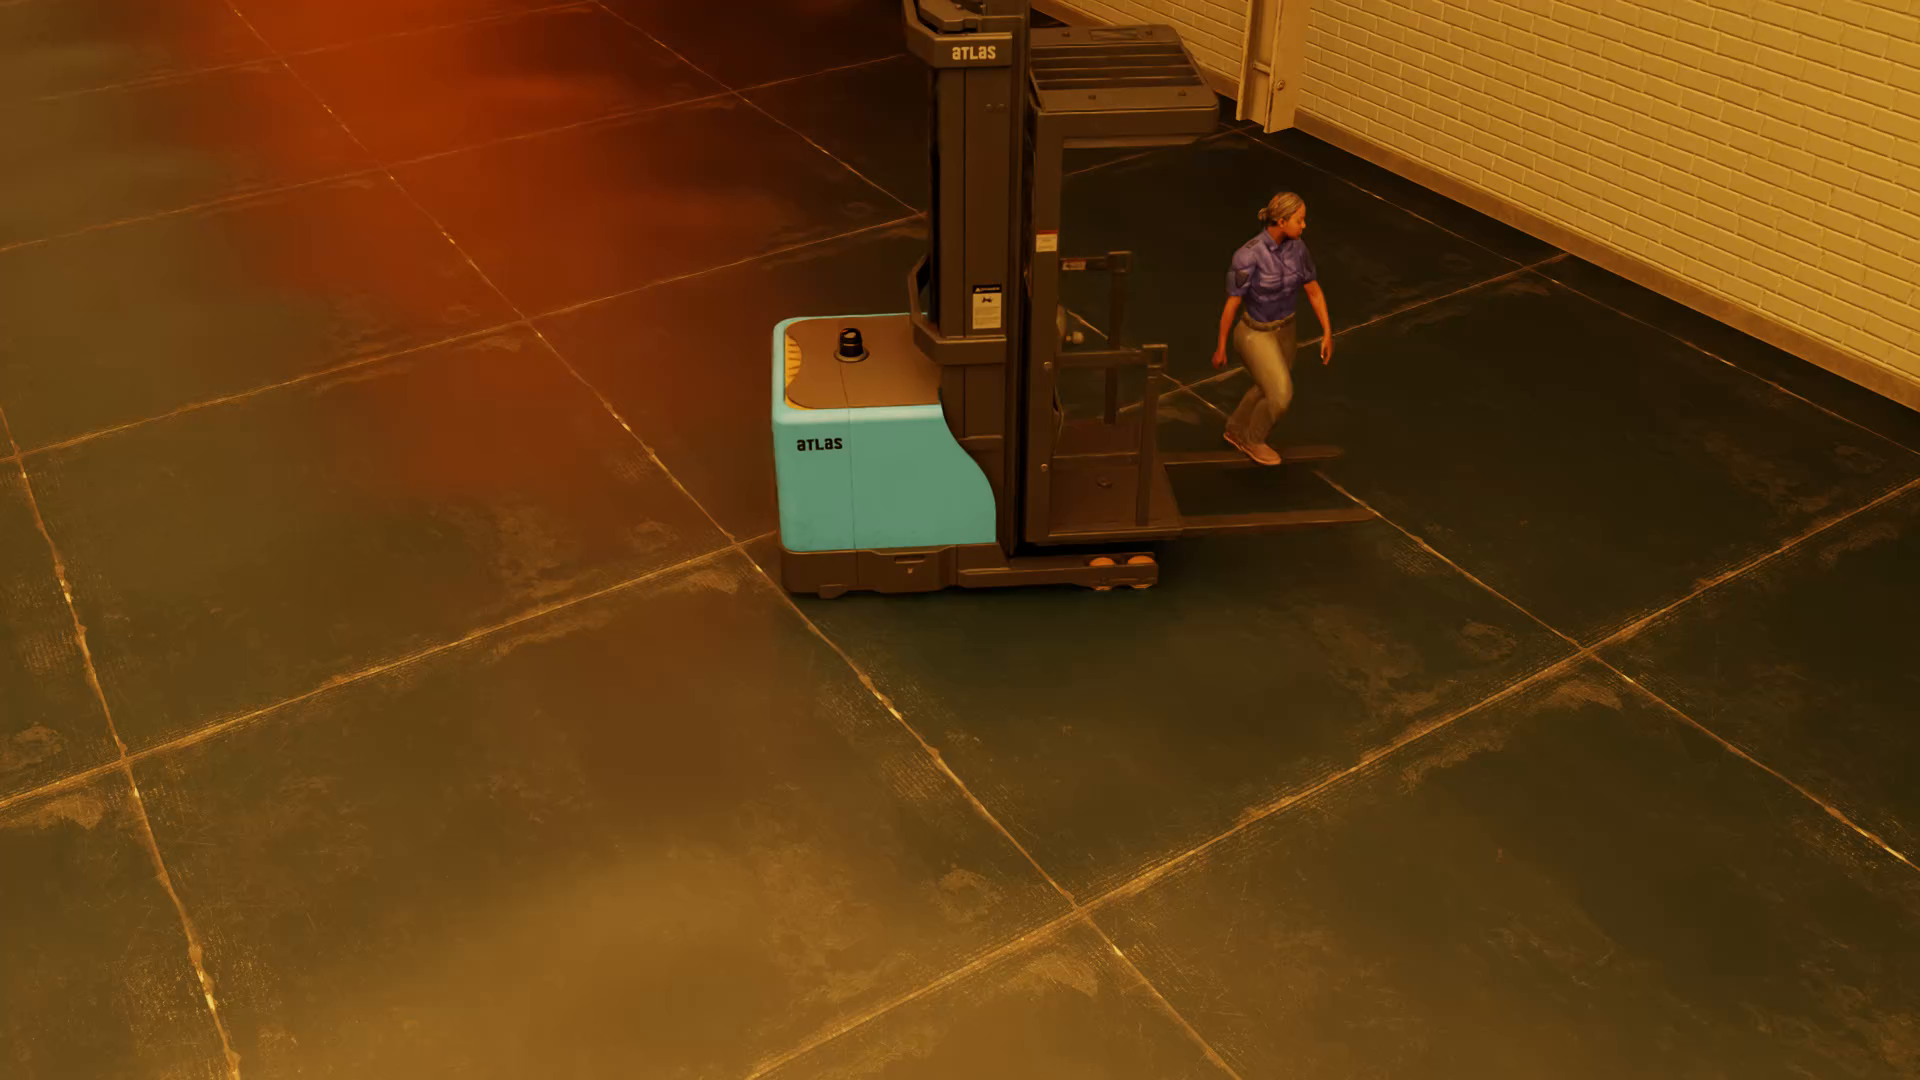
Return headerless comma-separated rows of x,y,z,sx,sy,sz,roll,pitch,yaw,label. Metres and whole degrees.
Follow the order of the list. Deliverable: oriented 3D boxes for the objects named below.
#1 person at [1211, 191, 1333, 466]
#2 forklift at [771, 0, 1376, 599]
1.634,-1.046,8.795,0.566,1.611,0.701,-24,42,-30,person
0.585,-1.248,7.923,3.031,2.935,1.130,-3,35,-4,forklift
